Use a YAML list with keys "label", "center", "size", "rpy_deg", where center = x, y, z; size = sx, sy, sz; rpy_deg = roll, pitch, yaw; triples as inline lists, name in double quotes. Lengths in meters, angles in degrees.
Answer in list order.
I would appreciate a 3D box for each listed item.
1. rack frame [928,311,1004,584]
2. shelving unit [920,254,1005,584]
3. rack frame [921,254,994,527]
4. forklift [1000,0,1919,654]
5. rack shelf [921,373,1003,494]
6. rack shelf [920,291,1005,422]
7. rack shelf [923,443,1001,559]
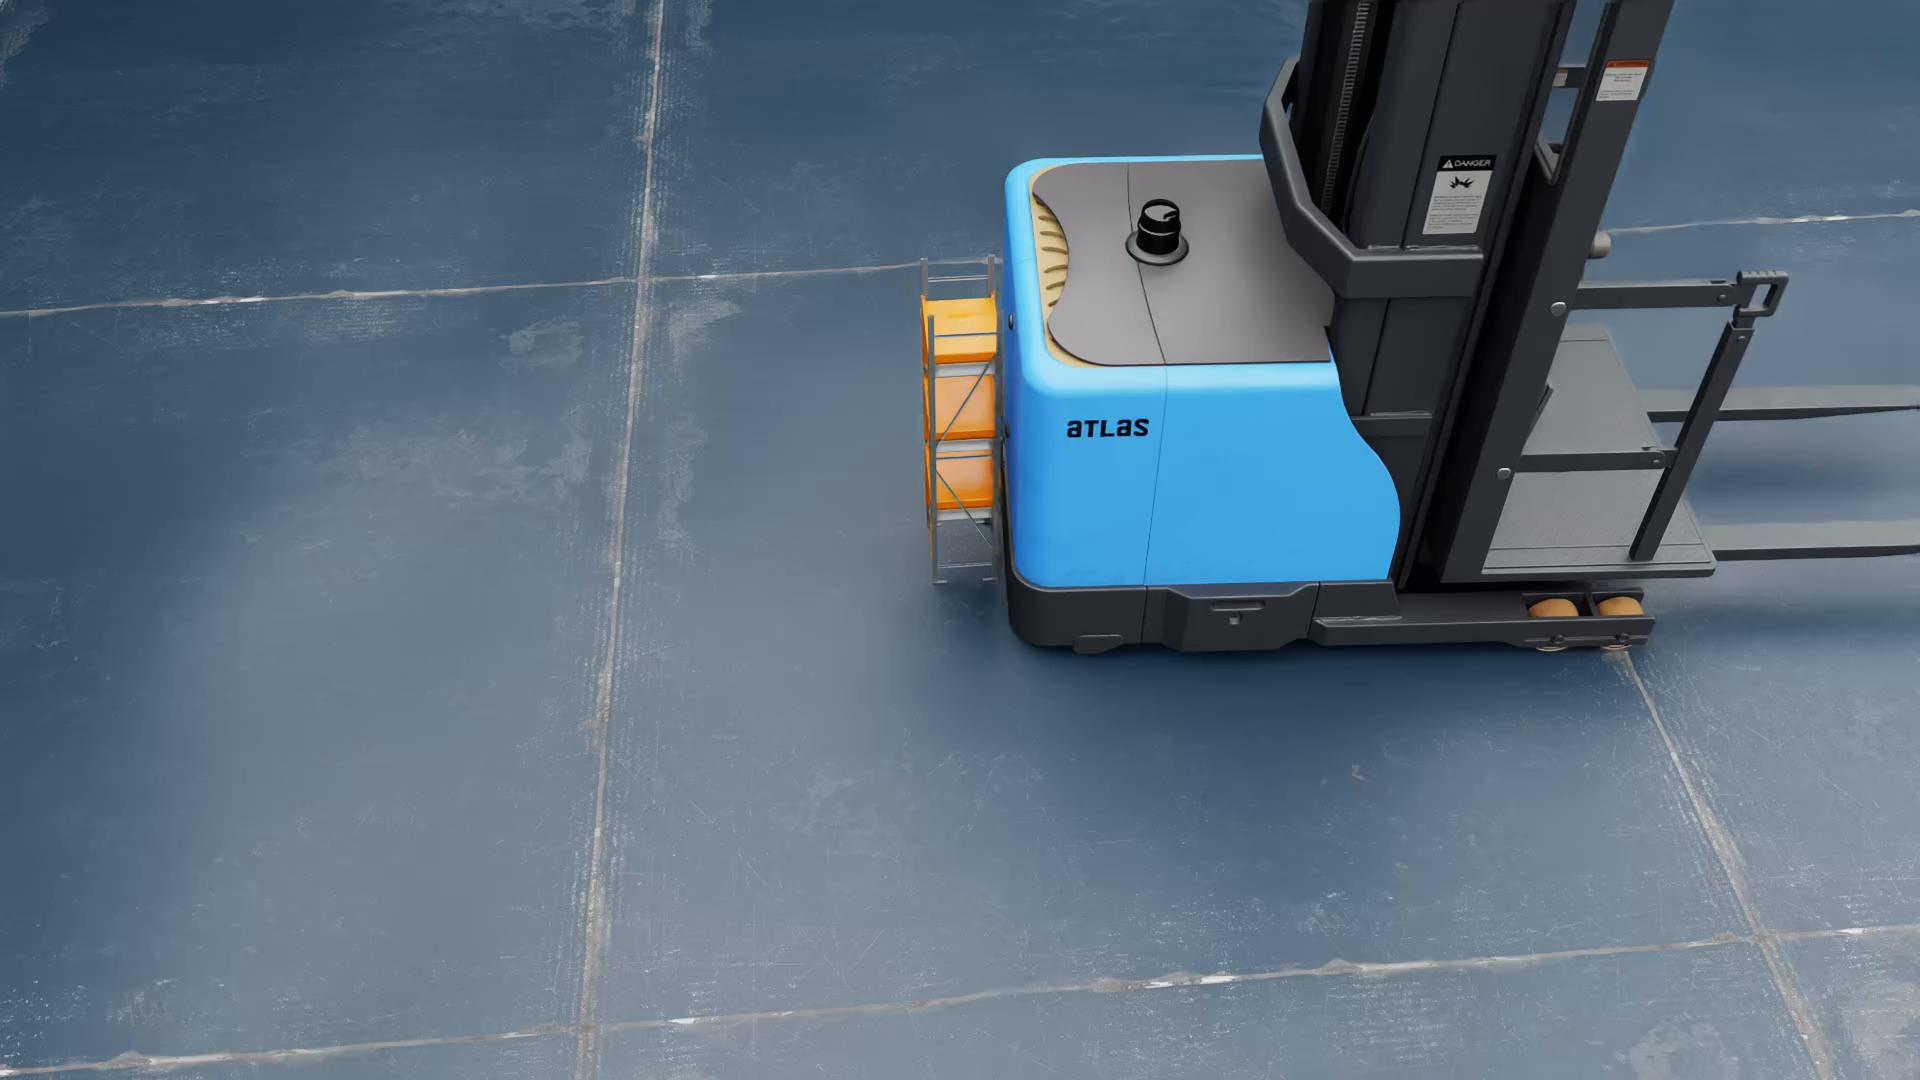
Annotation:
- label: "rack frame"
  center: [0.015, -0.234, 4.749]
  size: [0.200, 1.050, 0.008]
  rpy_deg: [-3, 47, -3]
- label: "shelving unit"
  center: [0.004, -0.322, 4.832]
  size: [0.215, 1.050, 0.252]
  rpy_deg: [-3, 47, -3]
- label: "rack frame"
  center: [-0.006, -0.411, 4.916]
  size: [0.200, 1.050, 0.008]
  rpy_deg: [-3, 47, -3]
- label: "forklift"
  center: [1.645, -1.064, 4.239]
  size: [3.031, 2.935, 1.130]
  rpy_deg: [-1, 47, -1]
- label: "rack shelf"
  center: [0.004, -0.315, 4.840]
  size: [0.215, 0.259, 0.240]
  rpy_deg: [-3, 47, -3]
- label: "rack shelf"
  center: [0.004, -0.510, 4.634]
  size: [0.215, 0.259, 0.240]
  rpy_deg: [-3, 47, -3]
- label: "rack shelf"
  center: [0.004, -0.124, 5.042]
  size: [0.215, 0.259, 0.240]
  rpy_deg: [-3, 47, -3]
